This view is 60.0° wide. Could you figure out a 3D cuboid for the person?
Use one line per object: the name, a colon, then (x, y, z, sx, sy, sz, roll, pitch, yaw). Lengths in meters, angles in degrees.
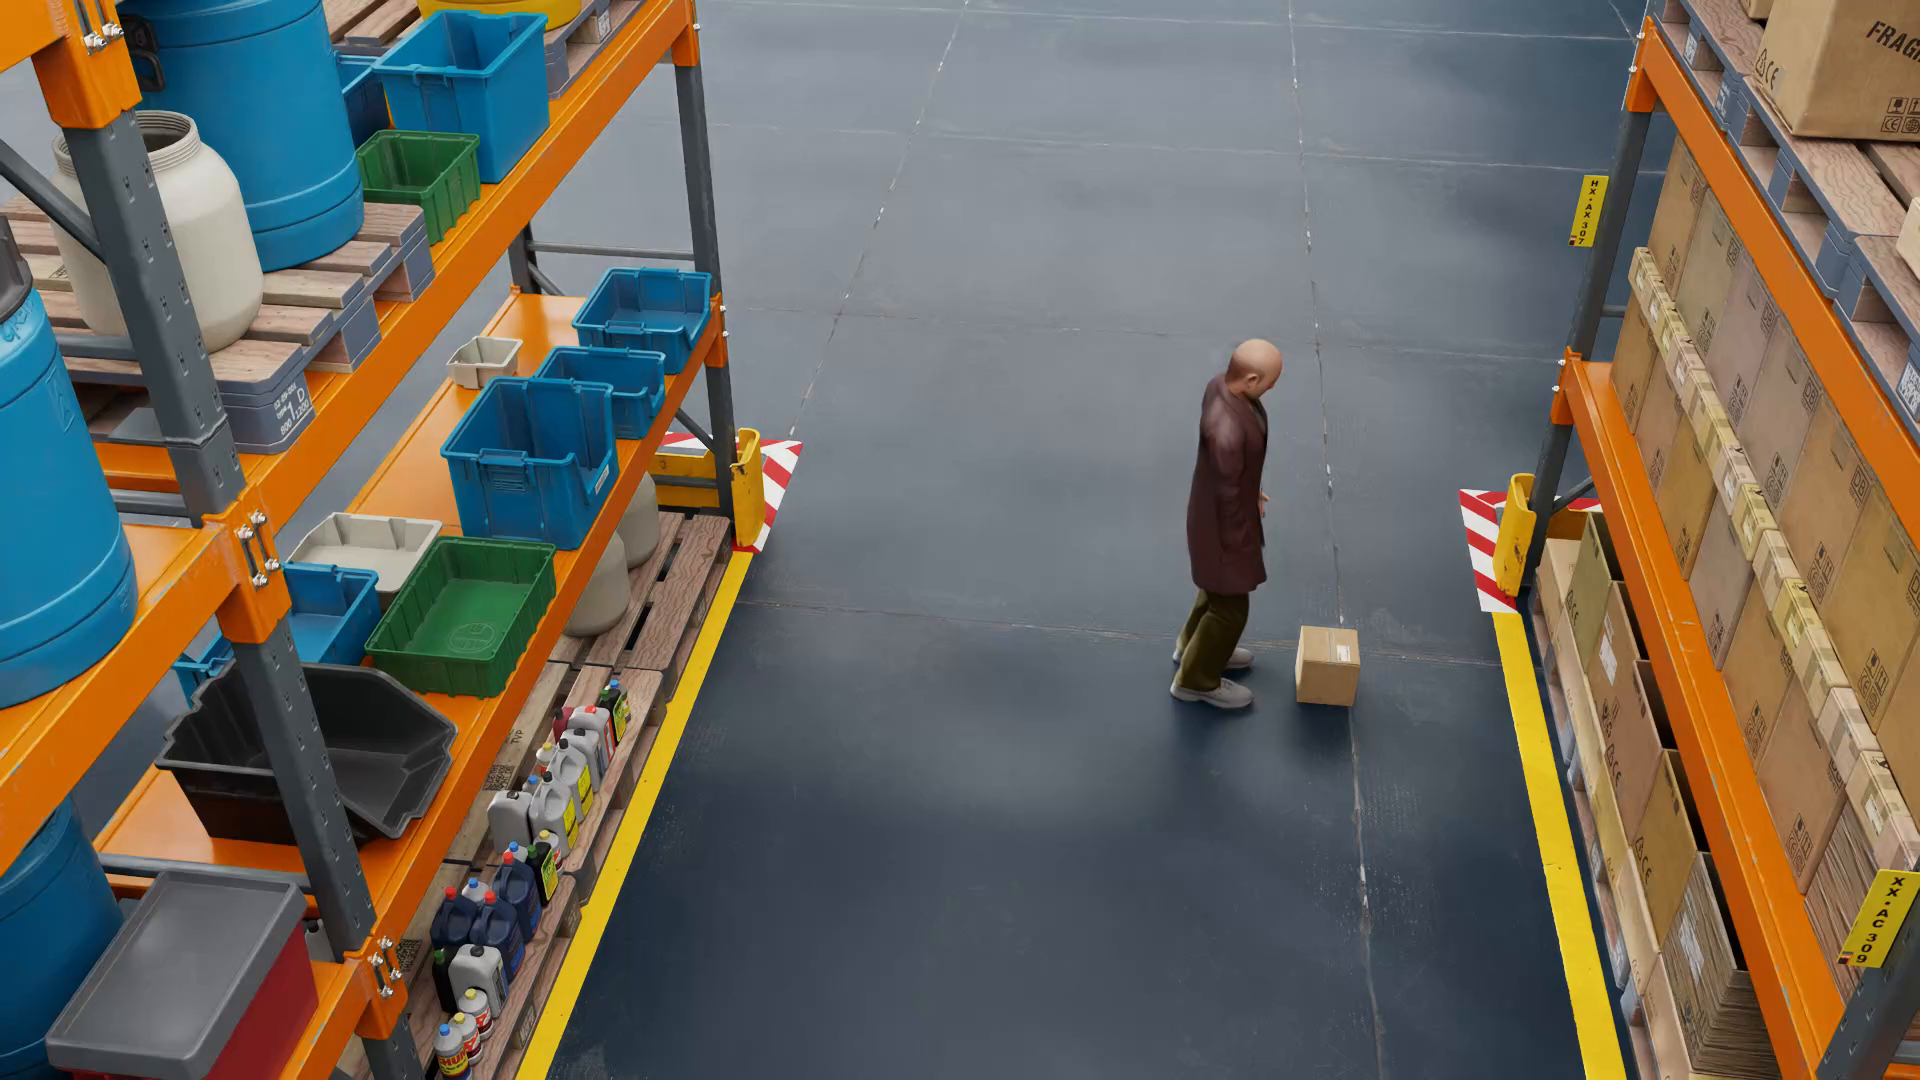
person: (1.170, -0.085, 7.196, 0.378, 1.761, 0.572, 5, 36, 7)
